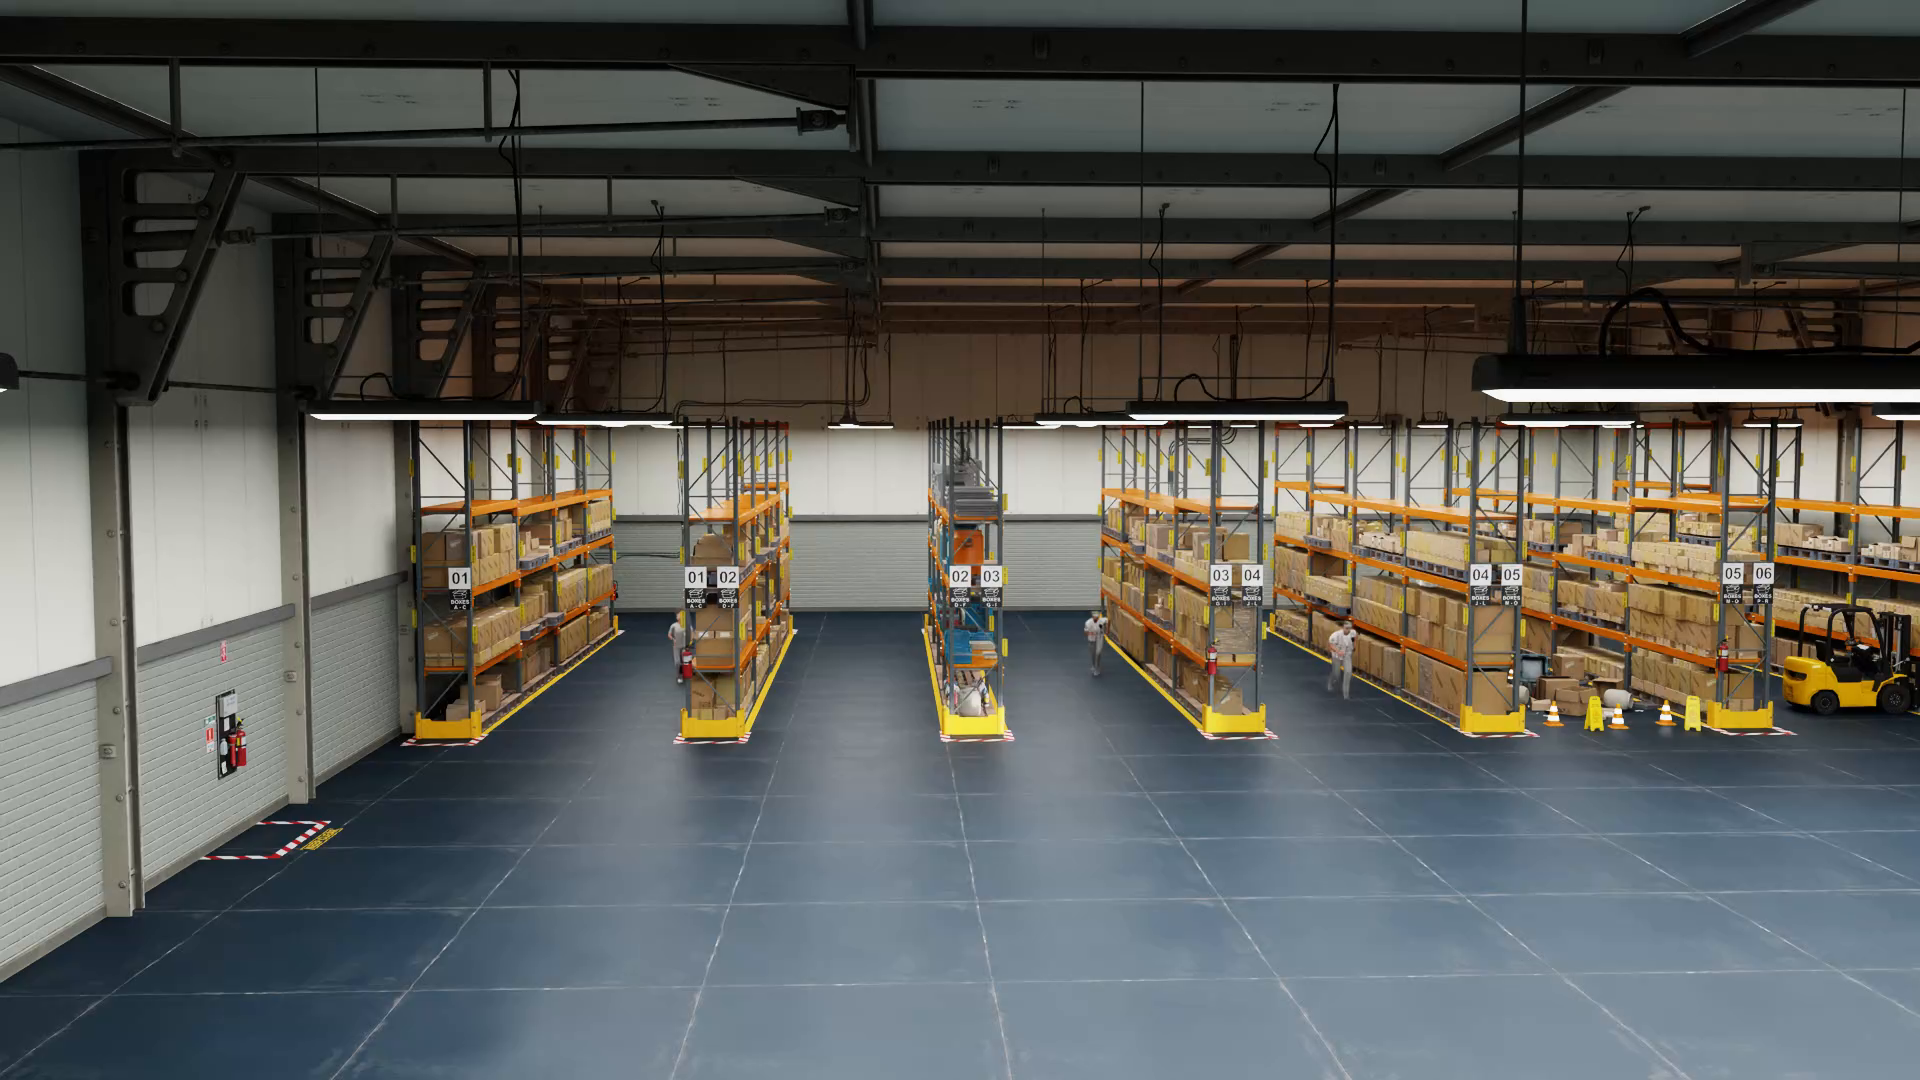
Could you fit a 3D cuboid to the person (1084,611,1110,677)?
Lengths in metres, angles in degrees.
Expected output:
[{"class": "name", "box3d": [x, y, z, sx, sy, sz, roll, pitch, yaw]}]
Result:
[{"class": "person", "box3d": [3.221, 2.424, 39.089, 0.614, 1.598, 0.960, 0, 4, 5]}]

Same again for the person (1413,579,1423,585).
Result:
[{"class": "person", "box3d": [13.499, 1.688, 49.179, 0.634, 1.645, 0.597, 0, 4, -4]}]

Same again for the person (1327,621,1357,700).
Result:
[{"class": "person", "box3d": [8.225, 2.566, 36.001, 0.703, 1.720, 1.025, -1, 4, -13]}]

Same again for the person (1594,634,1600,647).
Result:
[{"class": "person", "box3d": [16.420, 2.033, 43.573, 0.671, 1.774, 0.901, 0, 4, -2]}]

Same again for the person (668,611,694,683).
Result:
[{"class": "person", "box3d": [-6.342, 2.462, 37.814, 0.597, 1.592, 0.537, 0, 4, -6]}]
